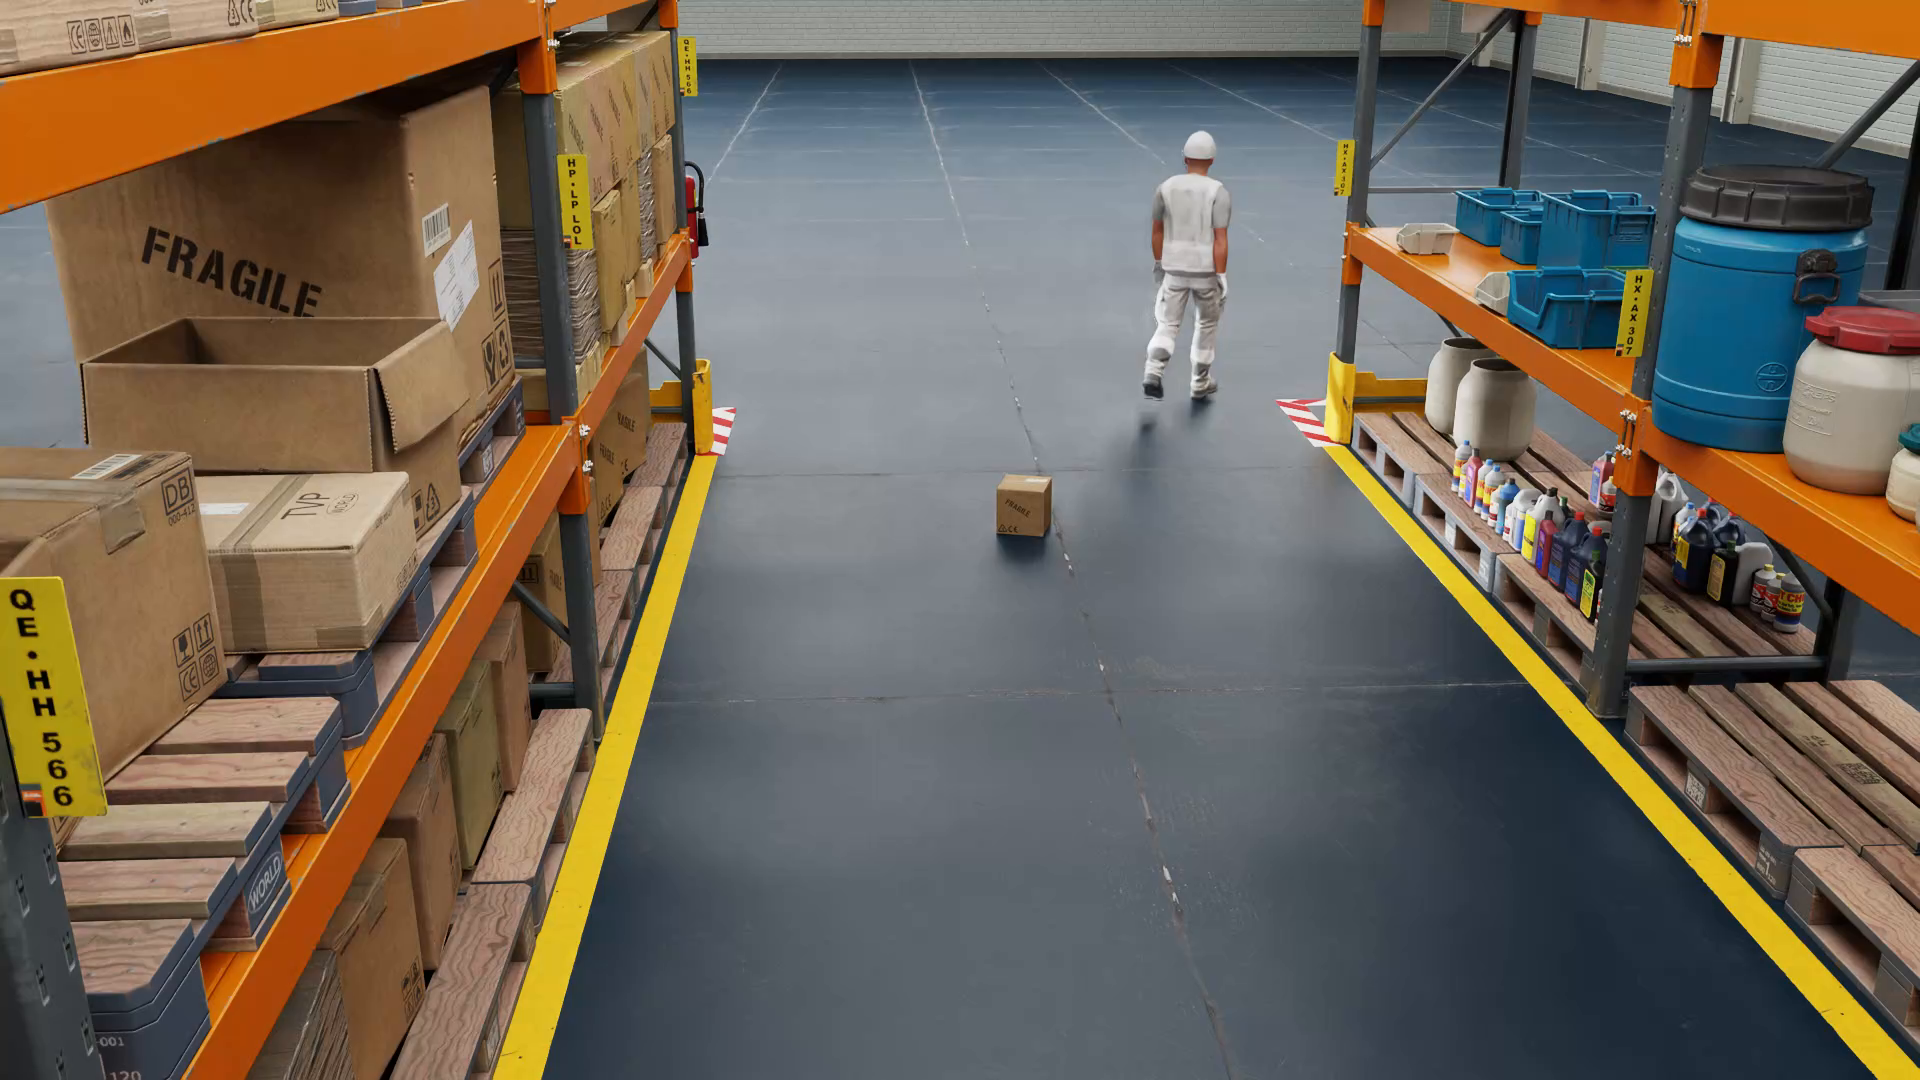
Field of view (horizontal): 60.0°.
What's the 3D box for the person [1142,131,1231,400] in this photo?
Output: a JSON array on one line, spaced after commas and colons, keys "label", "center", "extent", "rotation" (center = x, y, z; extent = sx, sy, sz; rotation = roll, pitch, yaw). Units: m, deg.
[{"label": "person", "center": [1.475, -1.731, 10.730], "extent": [0.556, 1.769, 0.889], "rotation": [8, 22, 21]}]
